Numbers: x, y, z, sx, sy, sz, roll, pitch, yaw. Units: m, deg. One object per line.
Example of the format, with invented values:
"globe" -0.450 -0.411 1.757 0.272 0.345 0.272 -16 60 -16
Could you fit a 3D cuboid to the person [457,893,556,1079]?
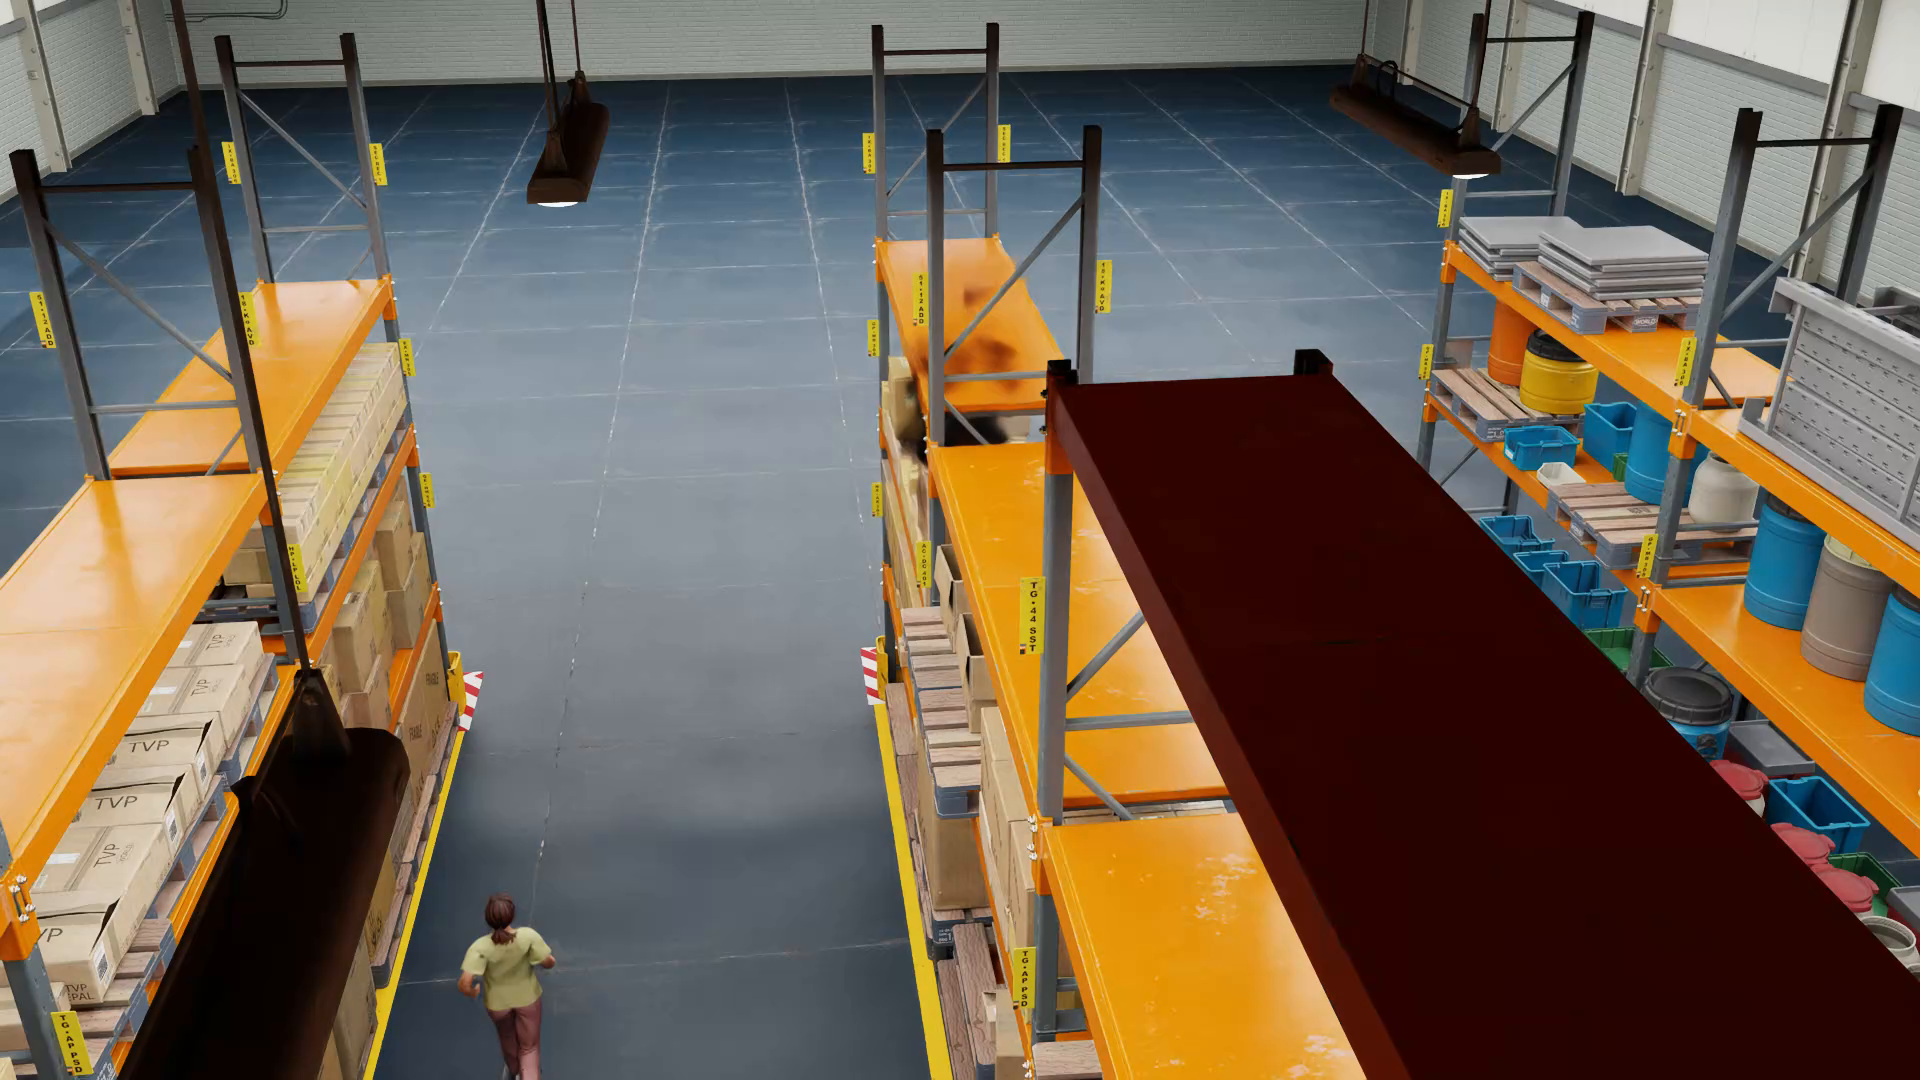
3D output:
"person" -2.797 2.905 10.419 0.574 1.673 0.951 -6 26 -12
